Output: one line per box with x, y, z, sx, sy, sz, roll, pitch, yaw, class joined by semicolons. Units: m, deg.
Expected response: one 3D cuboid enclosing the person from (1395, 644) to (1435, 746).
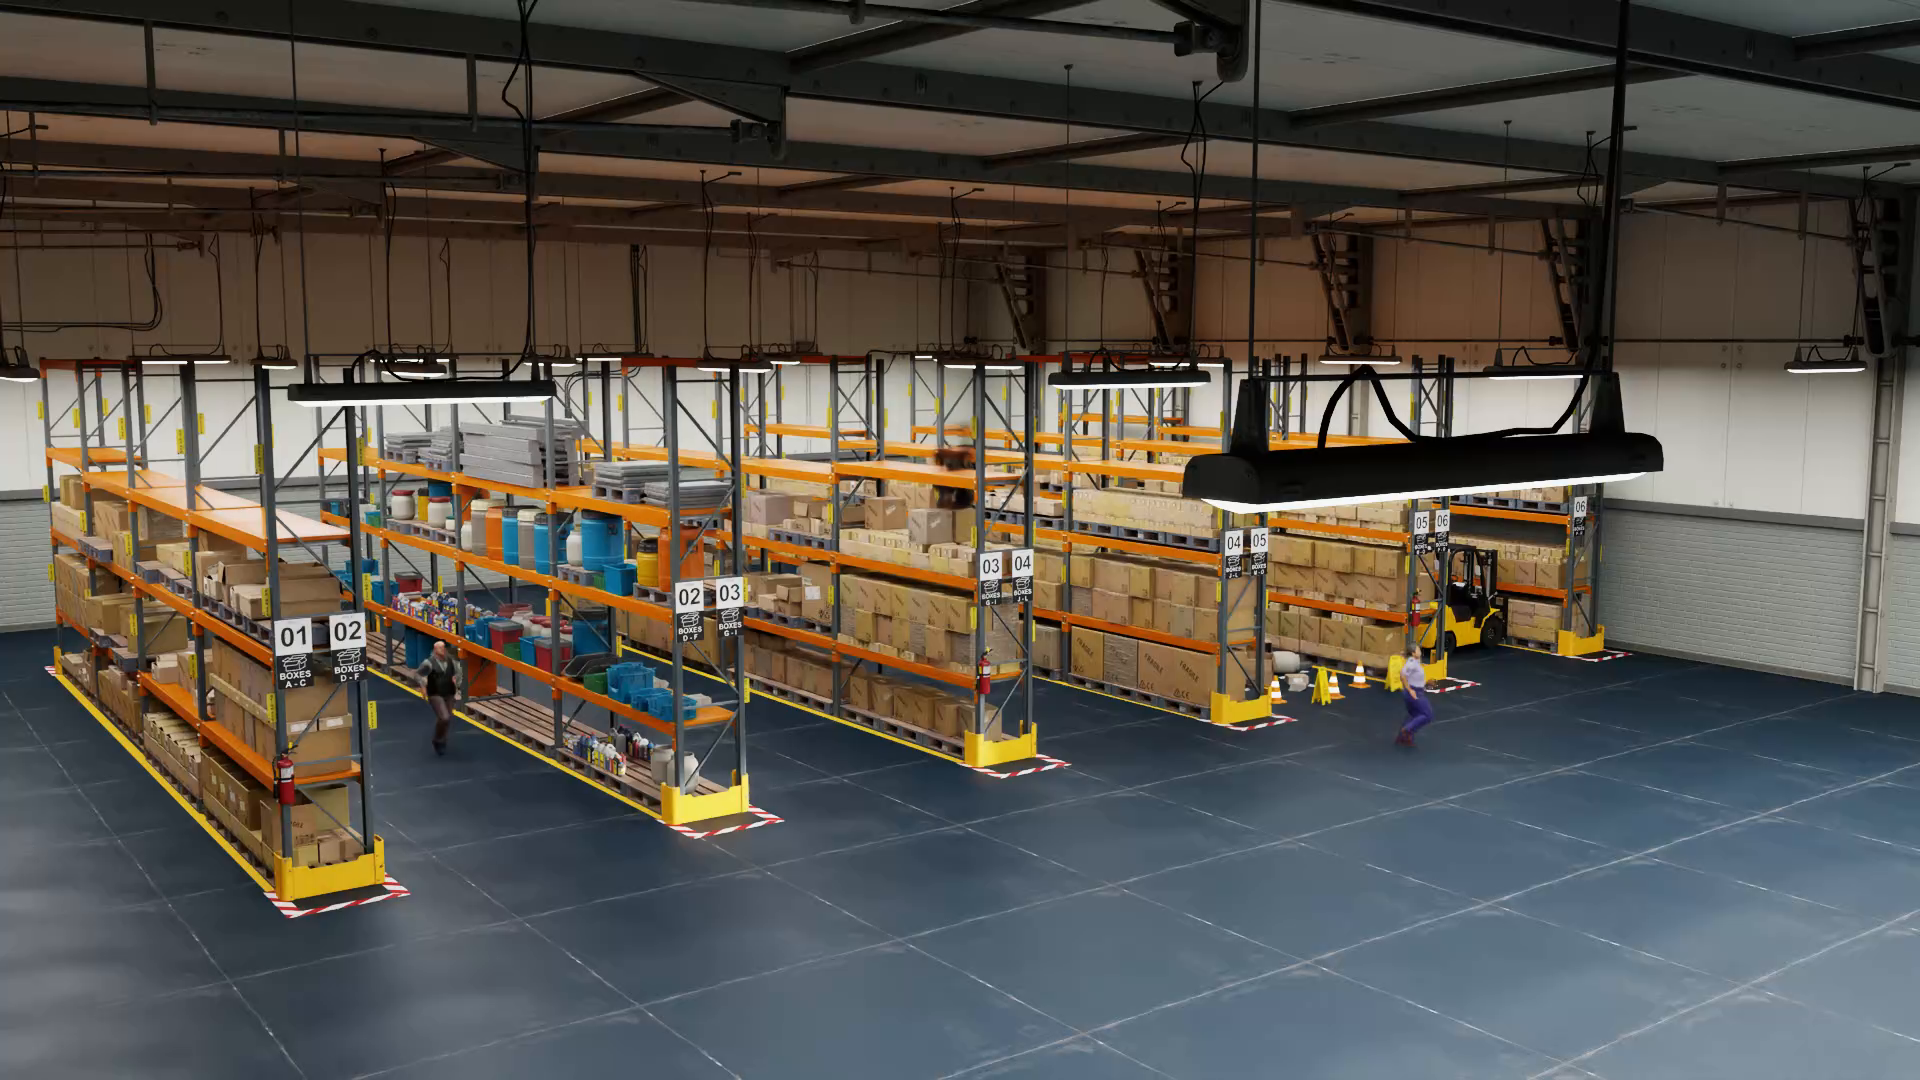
7.121;2.421;25.948;0.578;1.609;0.597;1;7;10;person

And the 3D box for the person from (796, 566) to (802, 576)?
-3.931;0.351;42.747;0.969;1.647;0.567;-5;9;-38;person

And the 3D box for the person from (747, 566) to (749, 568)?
-4.549;1.295;35.013;0.612;1.645;0.898;-6;9;-41;person

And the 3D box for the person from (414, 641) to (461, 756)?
-7.956;2.422;25.531;0.716;1.741;0.623;6;9;41;person
